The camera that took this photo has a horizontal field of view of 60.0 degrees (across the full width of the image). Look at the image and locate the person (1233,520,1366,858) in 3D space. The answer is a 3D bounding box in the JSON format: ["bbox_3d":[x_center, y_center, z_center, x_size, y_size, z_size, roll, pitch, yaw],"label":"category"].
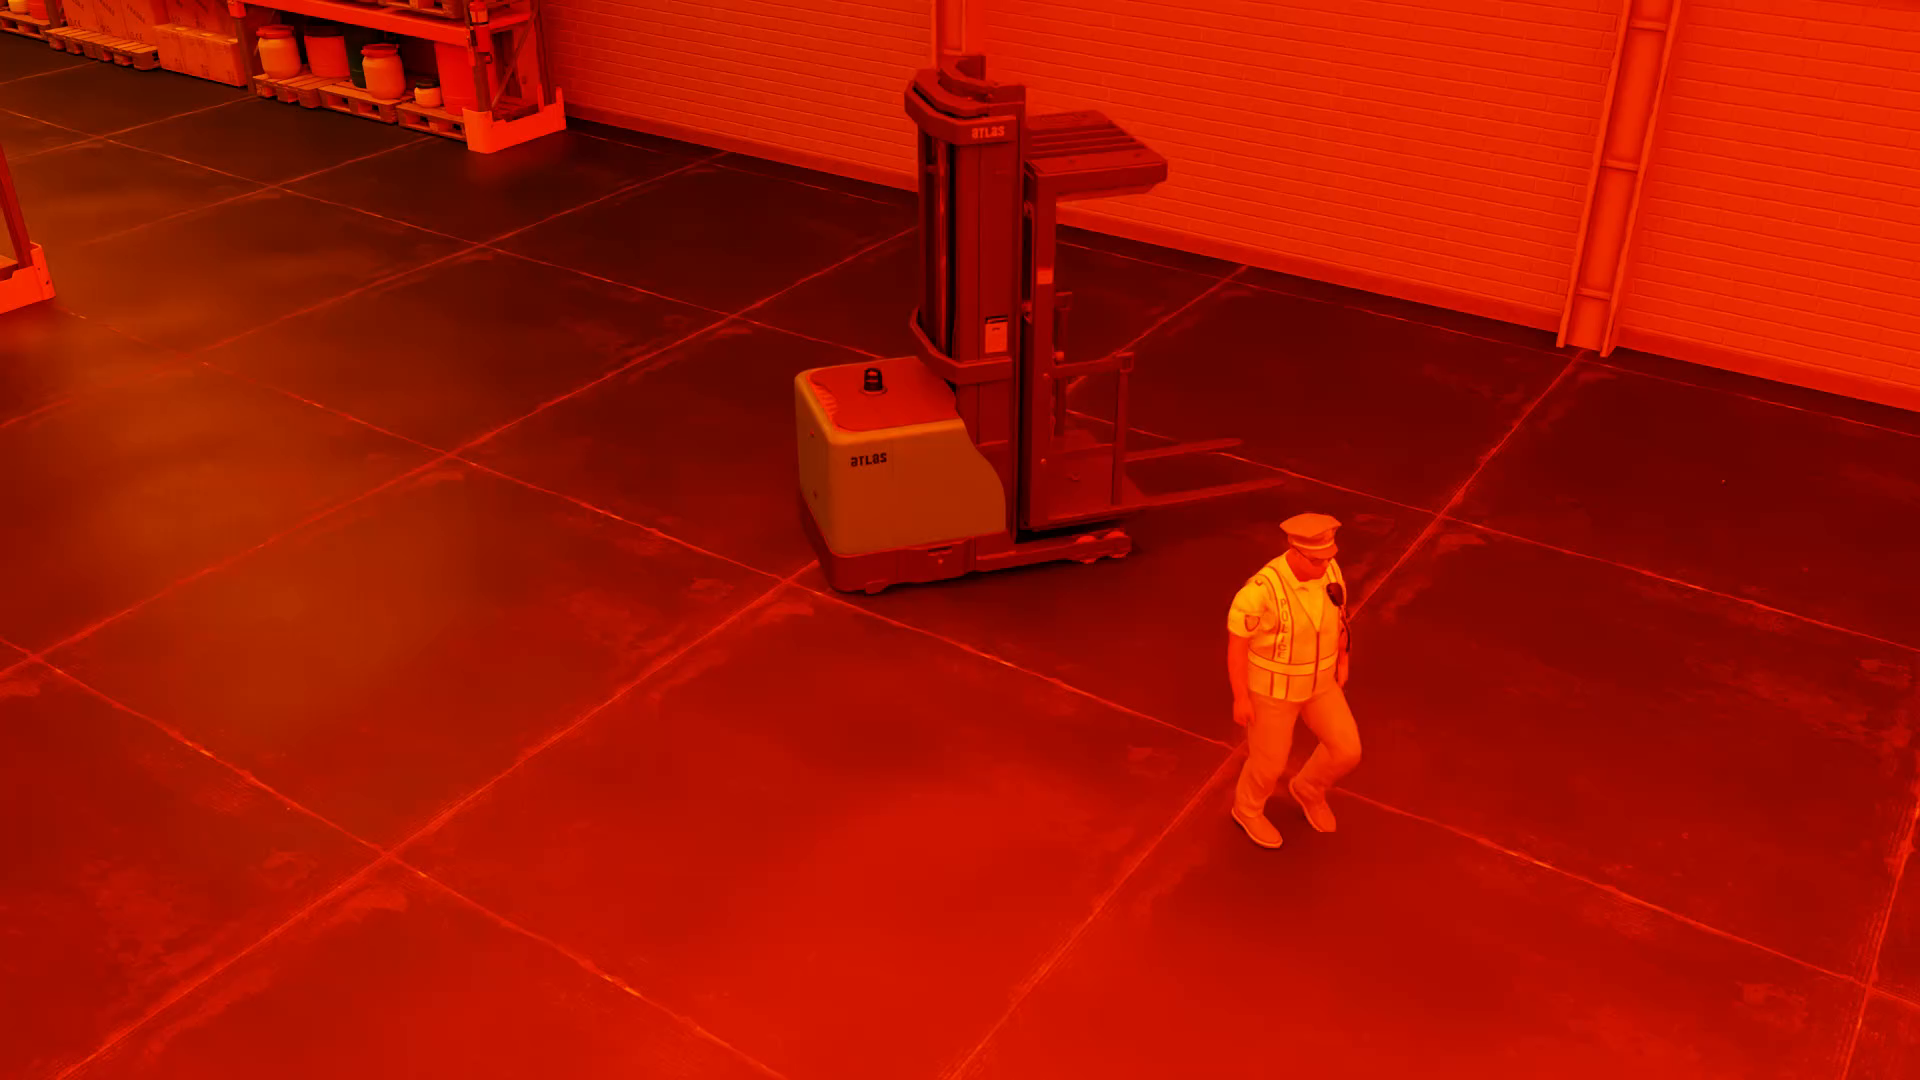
[{"bbox_3d":[1.581,0.711,7.576,0.613,1.779,0.509,-14,33,-23],"label":"person"}]

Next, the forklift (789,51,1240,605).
[{"bbox_3d":[0.464,-1.455,10.087,3.031,2.935,1.130,-19,35,-30],"label":"forklift"}]
